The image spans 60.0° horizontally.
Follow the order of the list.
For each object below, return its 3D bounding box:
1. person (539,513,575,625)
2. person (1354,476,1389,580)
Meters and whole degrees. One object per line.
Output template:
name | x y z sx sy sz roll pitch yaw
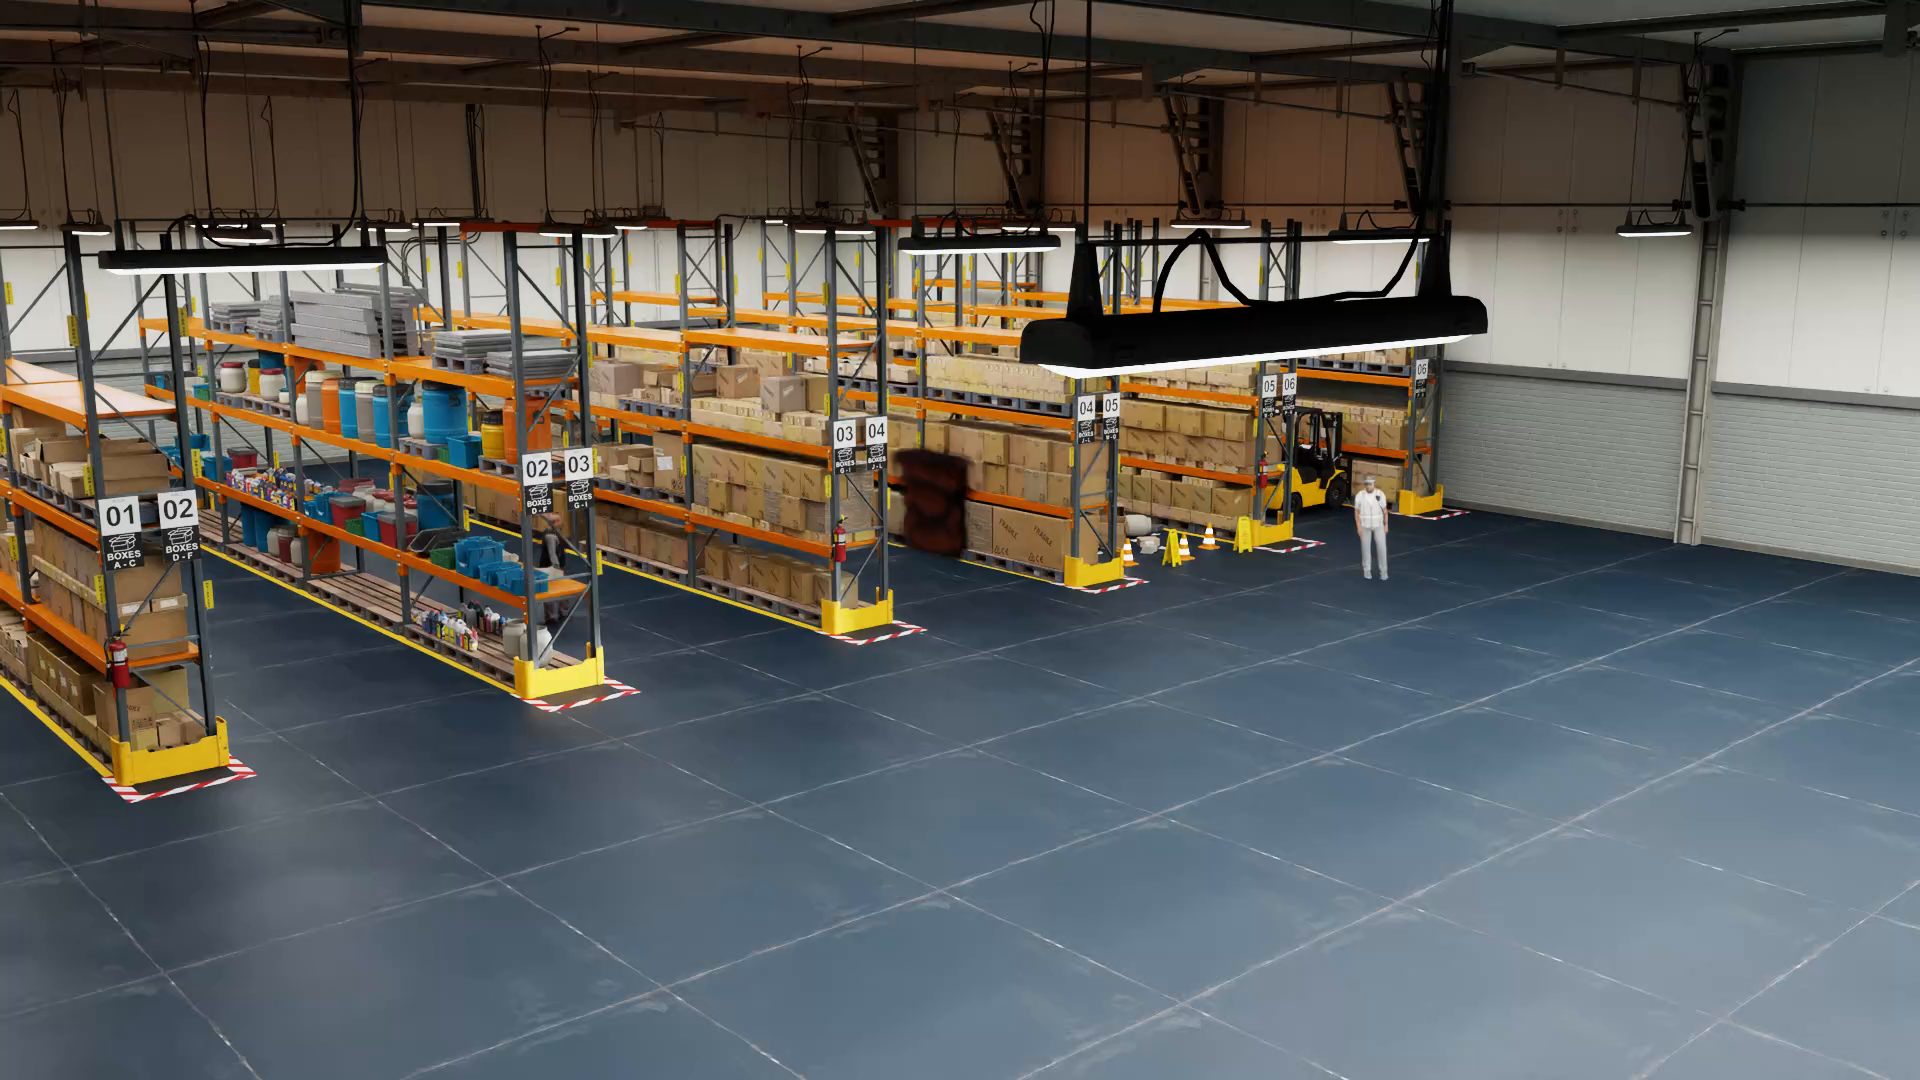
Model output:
person | -6.196 0.475 25.368 0.532 1.776 0.530 2 12 12
person | 7.077 -0.219 28.559 0.630 1.795 0.440 2 12 10
